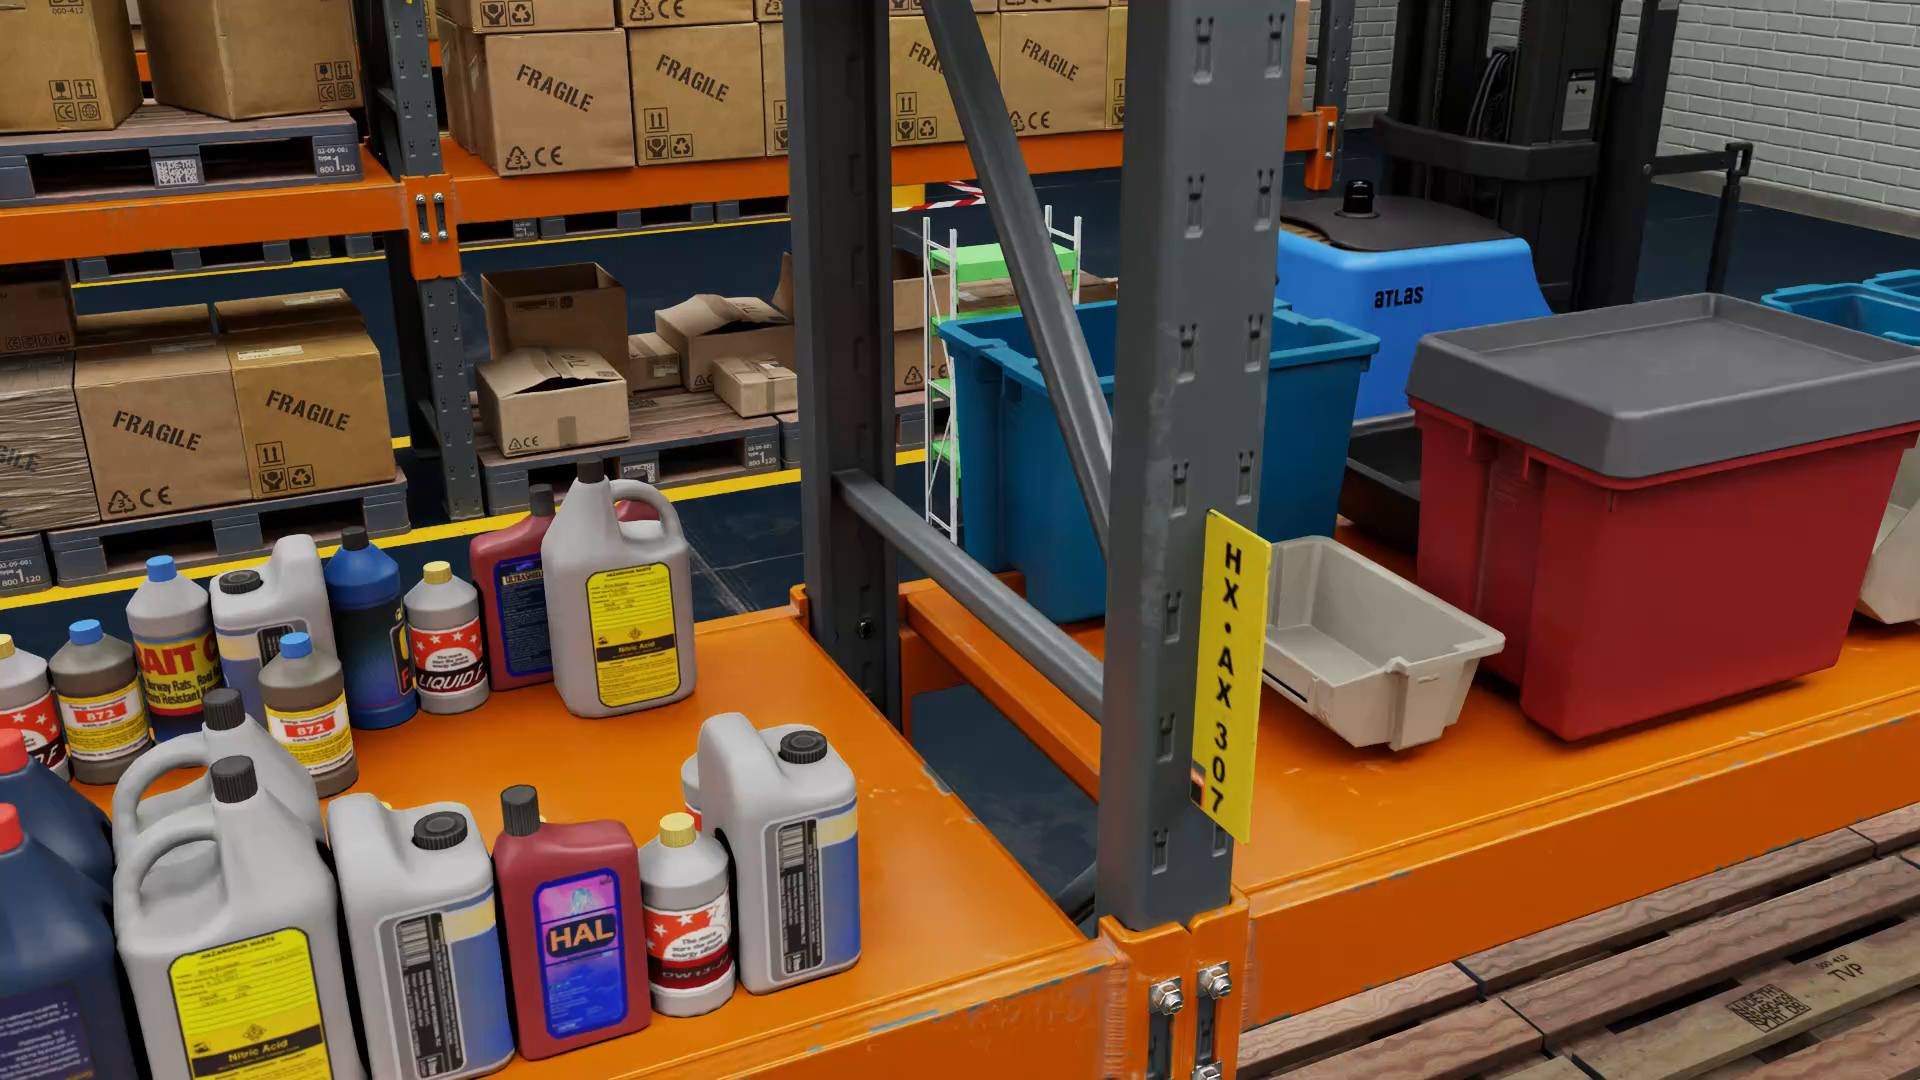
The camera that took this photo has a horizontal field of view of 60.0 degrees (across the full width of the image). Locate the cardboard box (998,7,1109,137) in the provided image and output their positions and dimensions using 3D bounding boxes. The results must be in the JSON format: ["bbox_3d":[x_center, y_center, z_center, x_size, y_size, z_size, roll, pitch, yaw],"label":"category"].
[{"bbox_3d":[0.283,-2.006,7.043,0.500,0.500,0.500,-10,25,-23],"label":"cardboard box"}]

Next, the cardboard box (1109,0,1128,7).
[{"bbox_3d":[0.749,-2.552,7.054,0.500,0.500,0.500,-10,24,-22],"label":"cardboard box"}]

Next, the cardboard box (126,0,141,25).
[{"bbox_3d":[-5.032,-3.280,9.707,0.500,0.500,0.500,-10,25,-23],"label":"cardboard box"}]

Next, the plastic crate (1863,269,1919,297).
[{"bbox_3d":[2.079,-0.393,3.418,0.300,0.233,0.416,-10,25,-24],"label":"plastic crate"}]

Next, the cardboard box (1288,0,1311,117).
[{"bbox_3d":[1.201,-2.174,7.450,0.500,0.500,0.500,-10,24,-22],"label":"cardboard box"}]

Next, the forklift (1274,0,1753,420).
[{"bbox_3d":[2.543,-1.747,6.639,3.031,2.935,1.130,-9,24,-22],"label":"forklift"}]

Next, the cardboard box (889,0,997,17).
[{"bbox_3d":[-0.178,-2.379,6.637,0.500,0.500,0.500,-10,24,-22],"label":"cardboard box"}]

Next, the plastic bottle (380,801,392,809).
[{"bbox_3d":[-0.588,0.364,1.707,0.097,0.201,0.097,0,22,0],"label":"plastic bottle"}]

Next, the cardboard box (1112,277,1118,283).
[{"bbox_3d":[0.960,-1.231,8.454,0.250,0.149,0.380,-10,25,-24],"label":"cardboard box"}]

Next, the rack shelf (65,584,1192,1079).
[{"bbox_3d":[-1.775,0.739,1.483,4.000,0.370,1.077,-10,25,-24],"label":"rack shelf"}]

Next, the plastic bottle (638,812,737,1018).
[{"bbox_3d":[-0.281,0.372,1.688,0.097,0.201,0.097,0,22,0],"label":"plastic bottle"}]

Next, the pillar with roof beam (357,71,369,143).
[{"bbox_3d":[-2.147,-5.042,6.664,0.400,9.000,9.100,-10,25,-24],"label":"pillar with roof beam"}]

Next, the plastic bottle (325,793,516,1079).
[{"bbox_3d":[-0.517,0.370,1.597,0.135,0.276,0.152,-10,25,-24],"label":"plastic bottle"}]

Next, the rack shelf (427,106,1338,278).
[{"bbox_3d":[-0.316,-1.632,7.211,4.000,0.370,1.077,-10,25,-24],"label":"rack shelf"}]

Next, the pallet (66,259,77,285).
[{"bbox_3d":[-6.033,-1.693,10.064,1.213,0.211,1.003,-10,25,-24],"label":"pallet"}]

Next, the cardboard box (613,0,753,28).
[{"bbox_3d":[-1.107,-2.208,6.223,0.500,0.500,0.500,-11,25,-25],"label":"cardboard box"}]

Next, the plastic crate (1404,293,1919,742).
[{"bbox_3d":[0.940,-0.044,2.272,0.583,0.464,0.402,-10,25,-24],"label":"plastic crate"}]

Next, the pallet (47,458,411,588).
[{"bbox_3d":[-2.835,-0.196,6.448,1.213,0.211,1.003,-10,25,-24],"label":"pallet"}]

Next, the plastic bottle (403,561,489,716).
[{"bbox_3d":[-0.705,0.128,2.278,0.097,0.201,0.097,0,22,0],"label":"plastic bottle"}]

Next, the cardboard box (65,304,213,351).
[{"bbox_3d":[-3.135,-0.592,6.452,0.500,0.500,0.500,-10,25,-23],"label":"cardboard box"}]

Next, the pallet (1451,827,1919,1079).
[{"bbox_3d":[1.773,1.024,3.499,1.213,0.211,1.003,-10,25,-24],"label":"pallet"}]

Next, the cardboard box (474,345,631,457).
[{"bbox_3d":[-1.646,-0.589,6.690,0.500,0.311,0.500,-10,25,-24],"label":"cardboard box"}]

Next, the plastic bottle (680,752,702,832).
[{"bbox_3d":[-0.259,0.304,1.854,0.097,0.201,0.097,0,22,0],"label":"plastic bottle"}]

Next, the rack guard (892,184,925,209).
[{"bbox_3d":[-0.644,-2.852,12.485,0.348,0.500,1.175,-10,25,-24],"label":"rack guard"}]

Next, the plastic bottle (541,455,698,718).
[{"bbox_3d":[-0.467,0.051,2.269,0.185,0.351,0.144,-10,25,-24],"label":"plastic bottle"}]

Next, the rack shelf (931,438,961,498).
[{"bbox_3d":[0.149,-0.301,6.203,0.480,0.148,0.258,-10,25,-24],"label":"rack shelf"}]

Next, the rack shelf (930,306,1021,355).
[{"bbox_3d":[0.149,-0.745,6.019,0.480,0.148,0.258,-10,25,-24],"label":"rack shelf"}]

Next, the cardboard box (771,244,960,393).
[{"bbox_3d":[-0.427,-0.996,7.422,0.637,0.503,0.797,-10,25,-24],"label":"cardboard box"}]

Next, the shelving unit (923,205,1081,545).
[{"bbox_3d":[0.149,-0.582,6.087,0.503,1.200,0.258,-10,25,-24],"label":"shelving unit"}]

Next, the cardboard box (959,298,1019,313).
[{"bbox_3d":[0.234,-0.907,7.538,0.500,0.250,0.500,-10,25,-24],"label":"cardboard box"}]

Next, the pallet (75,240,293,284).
[{"bbox_3d":[-4.932,-1.897,10.556,1.213,0.211,1.003,-10,25,-24],"label":"pallet"}]

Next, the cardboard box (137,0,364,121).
[{"bbox_3d":[-2.642,-1.871,6.169,0.700,0.500,0.500,21,30,41],"label":"cardboard box"}]

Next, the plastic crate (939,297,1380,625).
[{"bbox_3d":[0.300,-0.140,2.609,0.575,0.384,0.392,-10,25,-24],"label":"plastic crate"}]

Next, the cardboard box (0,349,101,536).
[{"bbox_3d":[-3.340,-0.338,5.838,0.500,0.500,0.500,-10,25,-23],"label":"cardboard box"}]

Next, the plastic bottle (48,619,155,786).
[{"bbox_3d":[-1.089,0.199,2.107,0.097,0.201,0.097,0,22,0],"label":"plastic bottle"}]

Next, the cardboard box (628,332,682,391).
[{"bbox_3d":[-1.416,-0.794,7.398,0.250,0.149,0.380,-10,25,-24],"label":"cardboard box"}]

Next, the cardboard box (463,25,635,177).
[{"bbox_3d":[-1.541,-1.669,6.230,0.500,0.500,0.500,-10,24,-22],"label":"cardboard box"}]

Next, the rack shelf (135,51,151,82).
[{"bbox_3d":[-6.072,-2.675,9.731,4.000,0.370,1.077,-10,25,-24],"label":"rack shelf"}]

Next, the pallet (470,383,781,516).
[{"bbox_3d":[-1.499,-0.458,7.080,1.213,0.211,1.003,-10,25,-24],"label":"pallet"}]

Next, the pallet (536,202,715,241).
[{"bbox_3d":[-2.450,-2.354,11.660,1.213,0.211,1.003,-10,25,-24],"label":"pallet"}]

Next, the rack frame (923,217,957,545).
[{"bbox_3d":[-0.071,-0.541,5.989,0.015,1.200,0.240,-10,25,-24],"label":"rack frame"}]

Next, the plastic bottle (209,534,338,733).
[{"bbox_3d":[-0.885,0.139,2.155,0.135,0.276,0.152,-10,25,-24],"label":"plastic bottle"}]

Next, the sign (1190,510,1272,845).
[{"bbox_3d":[0.264,0.137,1.635,0.005,0.325,0.100,-10,25,-24],"label":"sign"}]

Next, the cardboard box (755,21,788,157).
[{"bbox_3d":[-0.629,-1.838,6.637,0.500,0.500,0.500,-11,25,-24],"label":"cardboard box"}]

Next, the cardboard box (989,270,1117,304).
[{"bbox_3d":[0.423,-1.153,8.135,0.500,0.250,0.500,-10,25,-24],"label":"cardboard box"}]

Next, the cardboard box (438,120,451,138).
[{"bbox_3d":[-3.552,-2.467,11.007,0.500,0.500,0.700,-10,25,-23],"label":"cardboard box"}]

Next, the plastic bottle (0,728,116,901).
[{"bbox_3d":[-0.889,0.344,1.561,0.185,0.351,0.144,-10,25,-24],"label":"plastic bottle"}]

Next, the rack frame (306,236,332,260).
[{"bbox_3d":[-4.270,-3.339,10.395,0.127,3.000,1.000,-10,25,-24],"label":"rack frame"}]

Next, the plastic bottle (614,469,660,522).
[{"bbox_3d":[-0.489,0.043,2.377,0.133,0.283,0.061,-10,25,-24],"label":"plastic bottle"}]

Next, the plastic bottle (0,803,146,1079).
[{"bbox_3d":[-0.826,0.394,1.441,0.185,0.351,0.144,-10,25,-24],"label":"plastic bottle"}]

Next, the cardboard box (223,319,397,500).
[{"bbox_3d":[-2.438,-0.500,6.230,0.500,0.500,0.500,-11,25,-24],"label":"cardboard box"}]

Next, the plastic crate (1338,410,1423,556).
[{"bbox_3d":[0.919,-0.104,2.860,0.590,0.125,0.437,-10,25,-24],"label":"plastic crate"}]
